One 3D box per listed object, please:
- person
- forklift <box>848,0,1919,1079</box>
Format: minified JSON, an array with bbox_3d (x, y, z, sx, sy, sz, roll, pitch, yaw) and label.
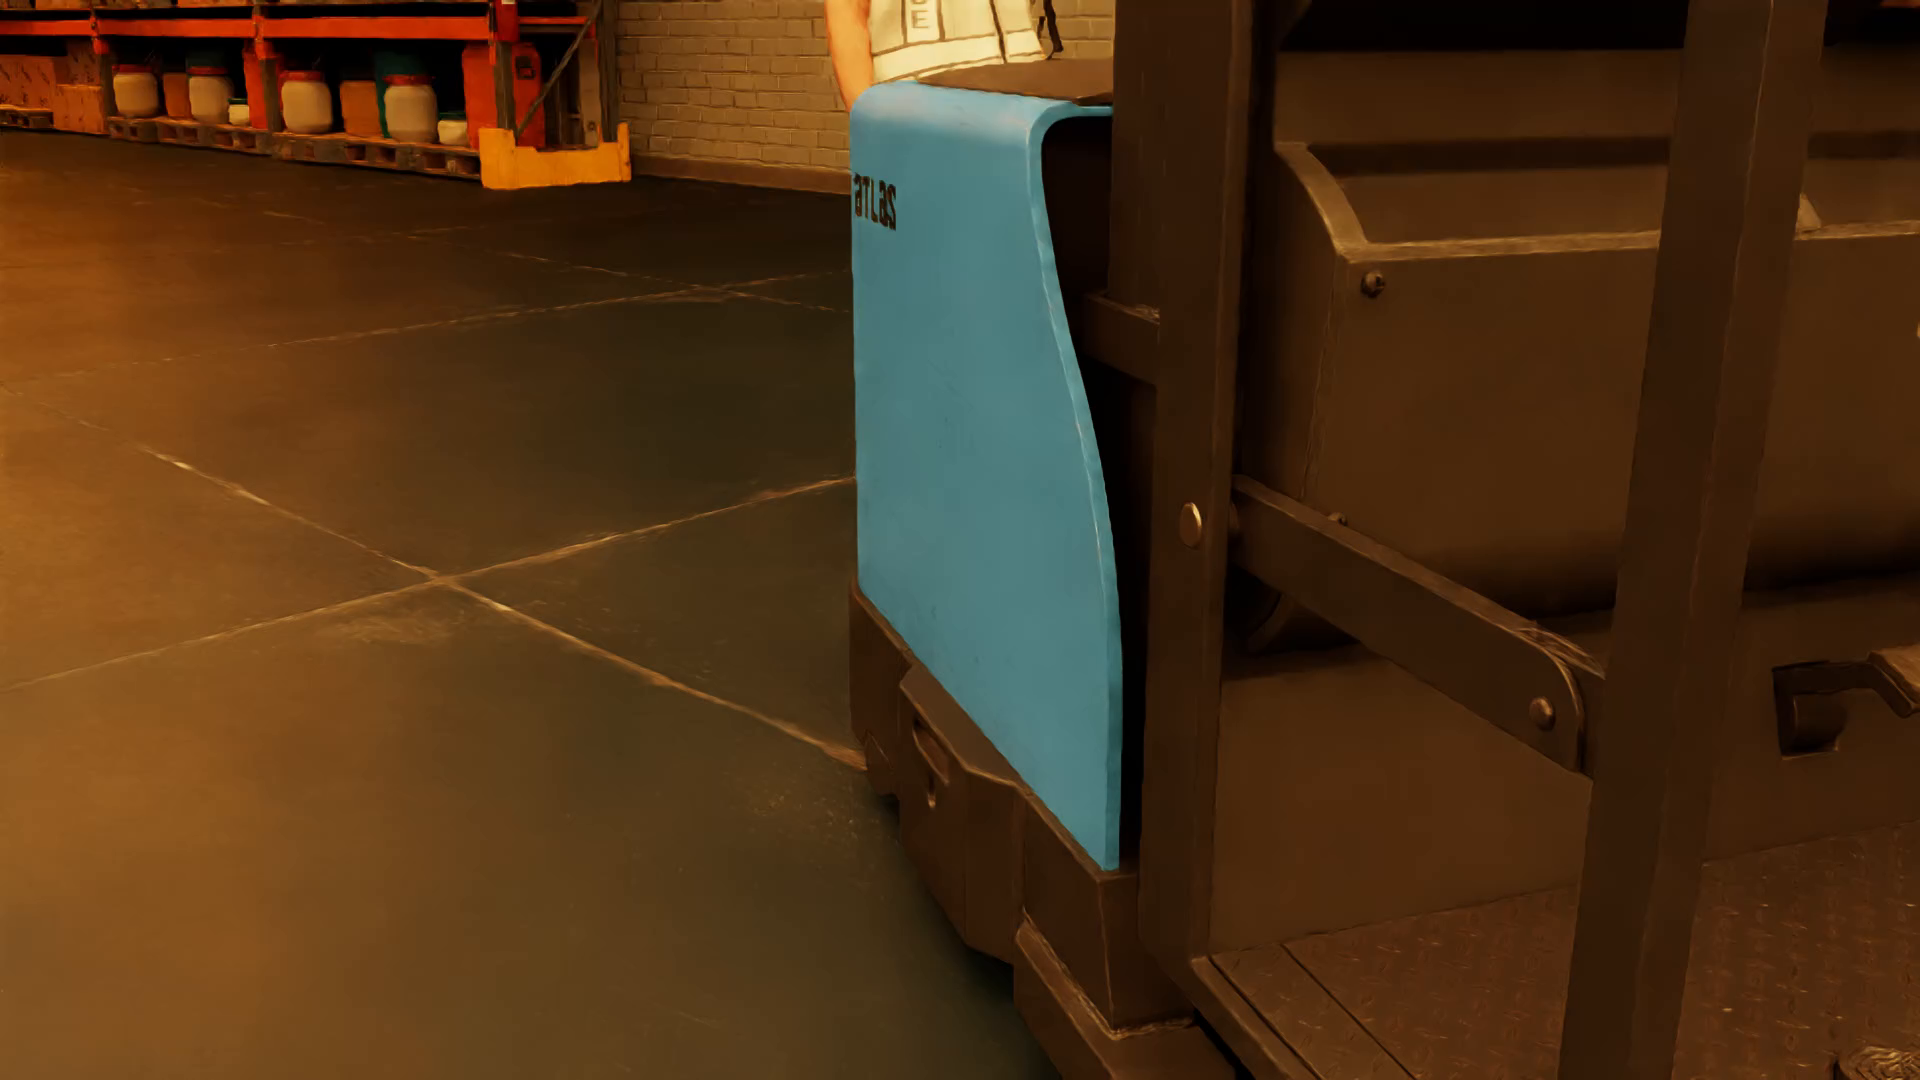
[{"bbox_3d":[-18.938,-4.390,2.859,28.165,9.000,26.738,16,23,42],"label":"person"},{"bbox_3d":[0.779,-0.681,1.128,1.130,2.935,3.031,-6,18,-18],"label":"forklift"}]
